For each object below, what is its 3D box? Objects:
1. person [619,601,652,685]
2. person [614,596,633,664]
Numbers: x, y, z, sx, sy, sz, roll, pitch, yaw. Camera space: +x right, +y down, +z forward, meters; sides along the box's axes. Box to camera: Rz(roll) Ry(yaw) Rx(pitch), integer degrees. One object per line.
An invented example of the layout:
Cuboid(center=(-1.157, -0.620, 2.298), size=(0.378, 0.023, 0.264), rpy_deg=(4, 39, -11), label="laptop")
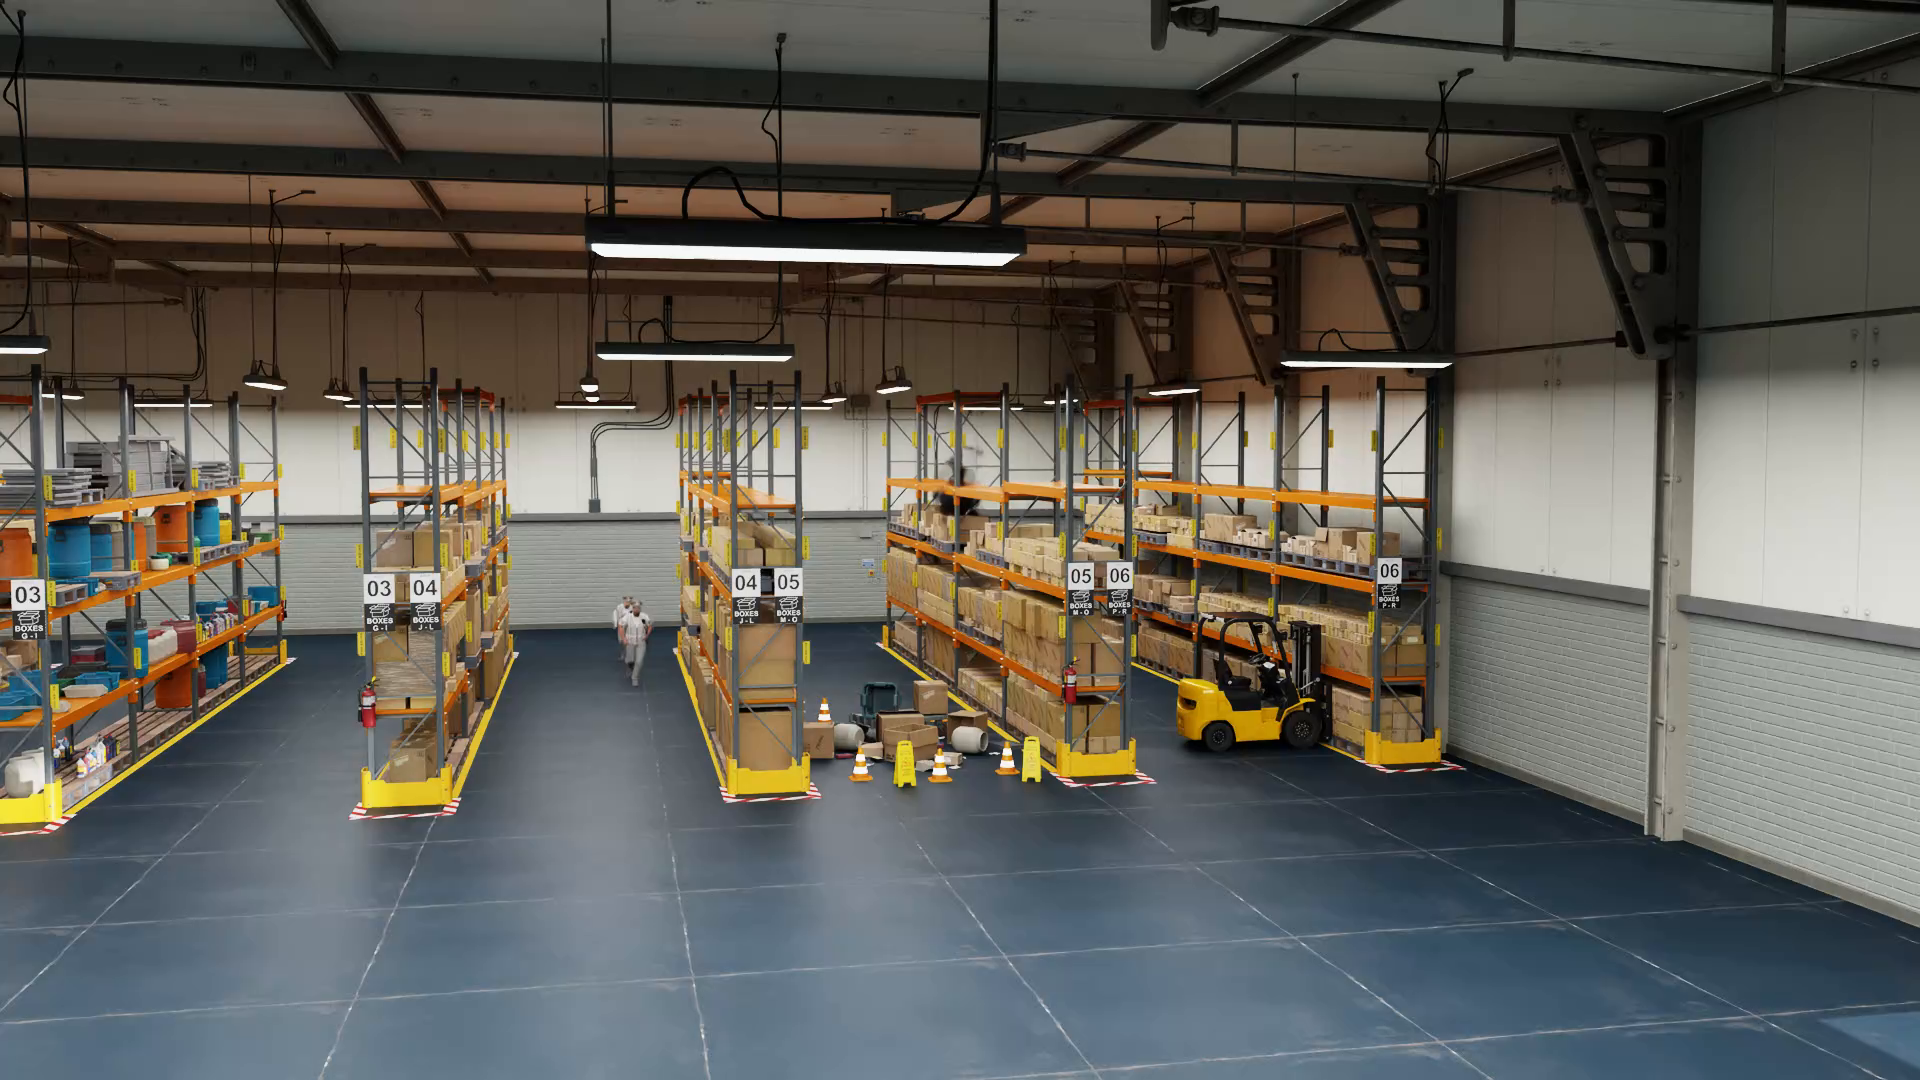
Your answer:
Cuboid(center=(-6.663, 2.105, 34.219), size=(0.677, 1.744, 0.592), rpy_deg=(-1, 4, -18), label="person")
Cuboid(center=(-7.528, 2.009, 37.685), size=(0.606, 1.552, 0.913), rpy_deg=(0, 3, -5), label="person")
